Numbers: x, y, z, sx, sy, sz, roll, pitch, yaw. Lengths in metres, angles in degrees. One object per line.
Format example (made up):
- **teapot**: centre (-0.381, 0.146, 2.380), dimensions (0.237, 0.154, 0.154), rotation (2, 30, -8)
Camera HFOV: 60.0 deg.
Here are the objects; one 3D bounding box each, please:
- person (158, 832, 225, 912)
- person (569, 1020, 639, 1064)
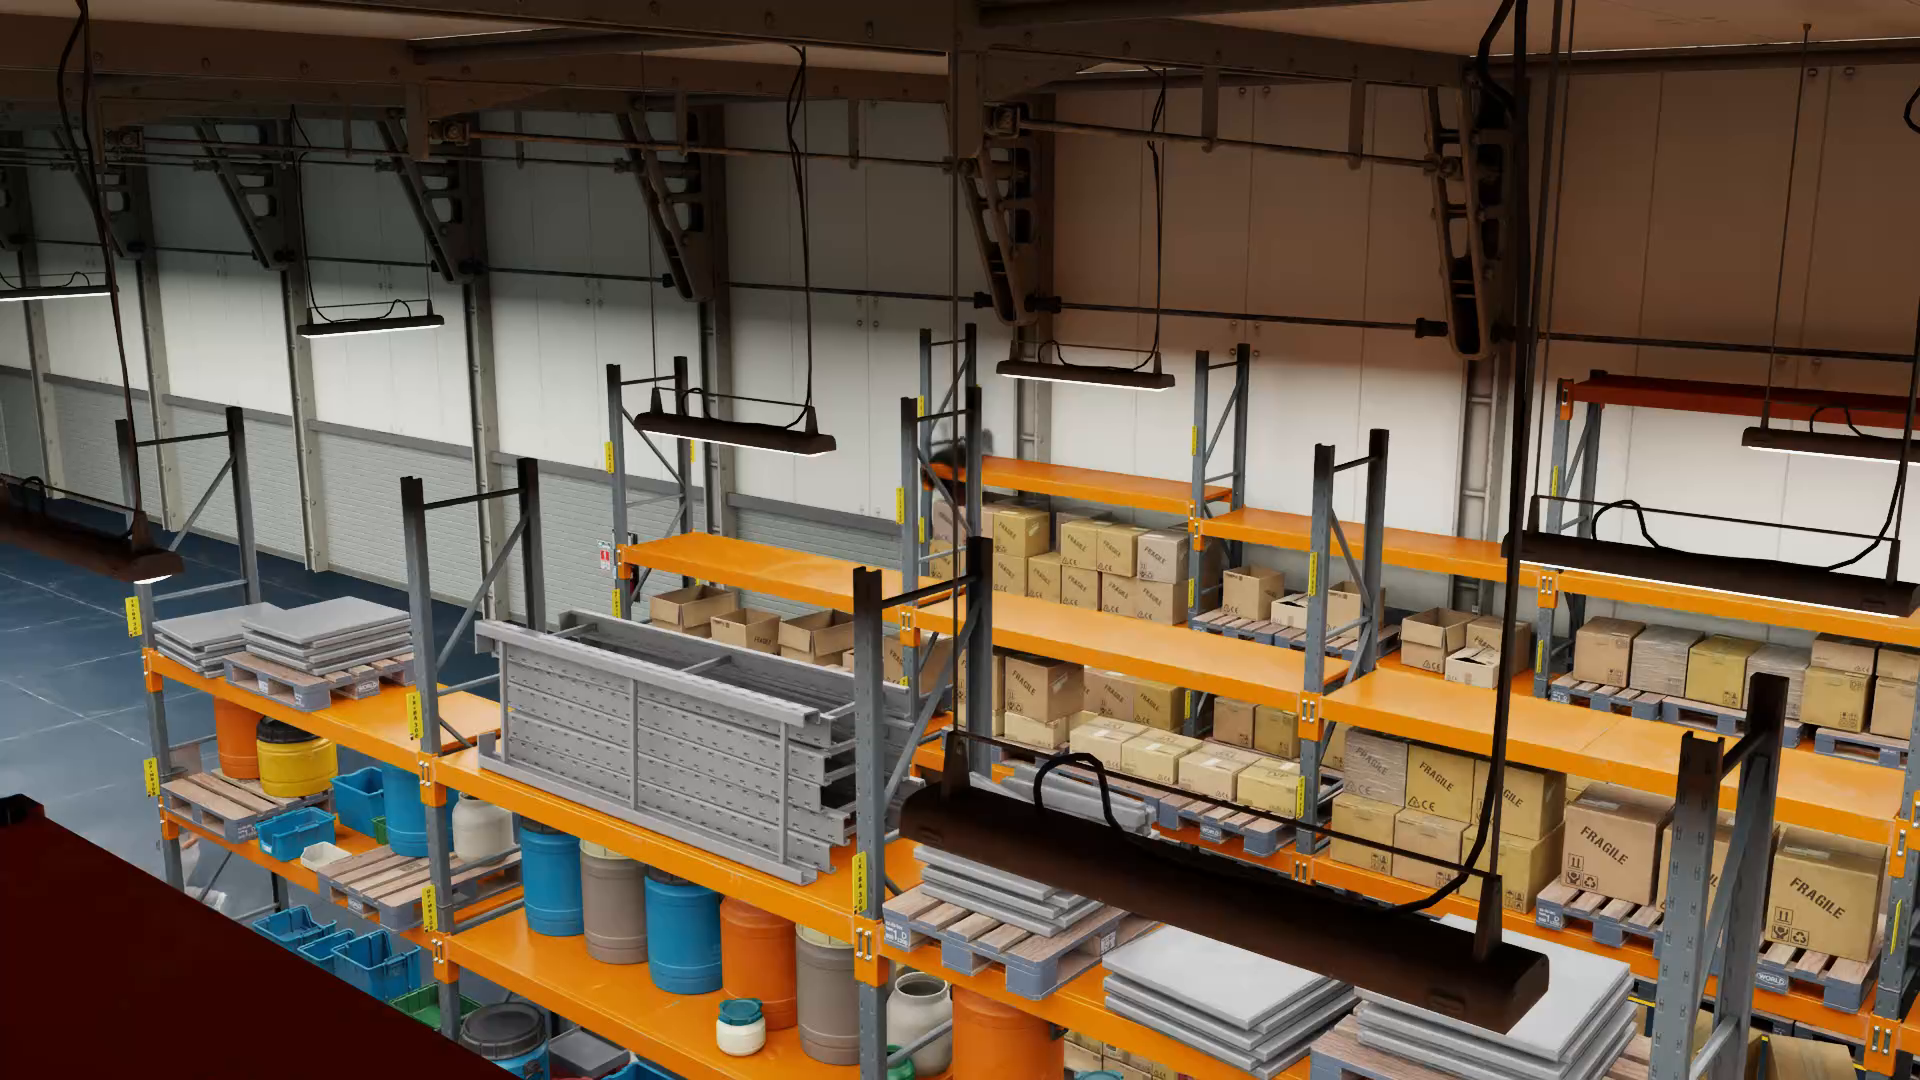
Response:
- **person**: centre (-8.204, 3.354, 17.718), dimensions (0.594, 1.617, 0.561), rotation (-6, 14, -26)
- **person**: centre (-3.134, 4.022, 14.318), dimensions (0.987, 1.762, 0.662), rotation (8, 15, 32)
